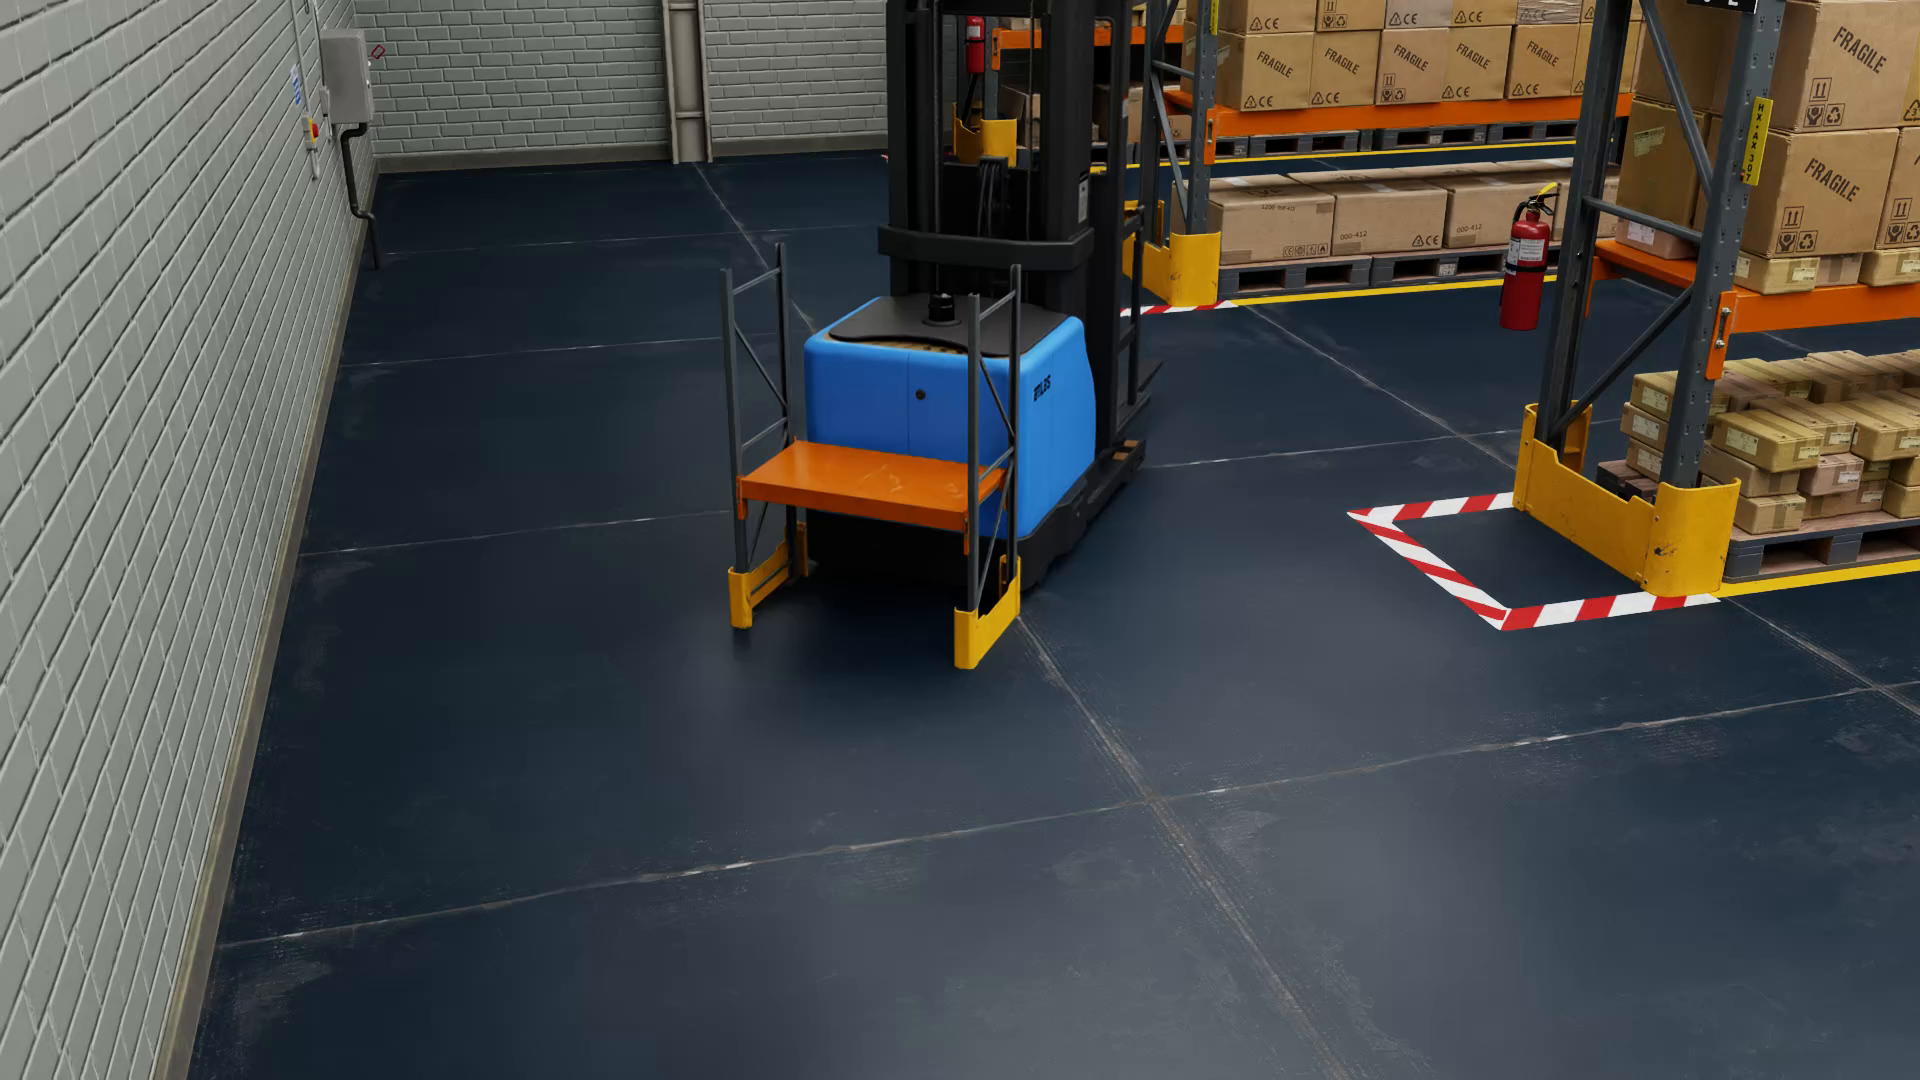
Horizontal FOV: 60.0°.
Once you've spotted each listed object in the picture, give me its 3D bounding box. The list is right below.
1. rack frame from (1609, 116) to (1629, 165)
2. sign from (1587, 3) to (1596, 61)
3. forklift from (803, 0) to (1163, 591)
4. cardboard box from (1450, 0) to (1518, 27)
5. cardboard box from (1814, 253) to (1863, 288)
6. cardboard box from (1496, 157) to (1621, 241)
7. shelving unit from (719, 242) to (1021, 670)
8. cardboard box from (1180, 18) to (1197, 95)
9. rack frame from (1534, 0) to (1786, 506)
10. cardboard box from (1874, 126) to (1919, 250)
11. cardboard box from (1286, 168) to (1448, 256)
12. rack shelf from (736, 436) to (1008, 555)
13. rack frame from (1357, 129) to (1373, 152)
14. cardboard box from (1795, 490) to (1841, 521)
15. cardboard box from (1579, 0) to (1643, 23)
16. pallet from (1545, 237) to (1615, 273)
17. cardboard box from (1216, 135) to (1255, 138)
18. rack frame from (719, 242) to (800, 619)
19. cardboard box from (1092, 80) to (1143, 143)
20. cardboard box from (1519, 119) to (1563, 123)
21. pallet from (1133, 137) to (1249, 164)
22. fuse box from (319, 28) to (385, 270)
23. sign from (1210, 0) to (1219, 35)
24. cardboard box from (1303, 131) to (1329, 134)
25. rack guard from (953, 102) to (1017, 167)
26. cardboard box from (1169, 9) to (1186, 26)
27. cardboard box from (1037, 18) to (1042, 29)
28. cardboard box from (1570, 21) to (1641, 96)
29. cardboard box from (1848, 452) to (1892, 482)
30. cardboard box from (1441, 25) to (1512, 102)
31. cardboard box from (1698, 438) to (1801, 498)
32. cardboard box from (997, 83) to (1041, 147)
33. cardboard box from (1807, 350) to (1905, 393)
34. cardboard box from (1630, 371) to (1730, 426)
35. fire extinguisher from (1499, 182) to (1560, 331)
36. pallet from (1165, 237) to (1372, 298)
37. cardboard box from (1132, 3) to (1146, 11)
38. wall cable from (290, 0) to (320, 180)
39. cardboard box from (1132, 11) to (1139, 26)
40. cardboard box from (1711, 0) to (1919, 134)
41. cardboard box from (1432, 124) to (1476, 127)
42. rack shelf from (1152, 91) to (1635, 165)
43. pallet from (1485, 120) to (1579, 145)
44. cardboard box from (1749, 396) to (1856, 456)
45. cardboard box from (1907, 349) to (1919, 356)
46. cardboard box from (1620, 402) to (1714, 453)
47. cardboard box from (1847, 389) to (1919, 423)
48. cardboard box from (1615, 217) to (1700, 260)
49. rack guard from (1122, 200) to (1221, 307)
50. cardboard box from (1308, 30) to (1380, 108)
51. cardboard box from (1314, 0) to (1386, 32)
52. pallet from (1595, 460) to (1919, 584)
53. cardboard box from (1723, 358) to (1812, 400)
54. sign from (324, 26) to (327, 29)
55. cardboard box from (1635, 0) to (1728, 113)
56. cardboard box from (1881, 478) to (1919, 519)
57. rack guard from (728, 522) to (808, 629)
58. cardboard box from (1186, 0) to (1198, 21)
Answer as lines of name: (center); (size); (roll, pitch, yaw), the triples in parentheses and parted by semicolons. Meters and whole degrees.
rack frame: (5.357, -3.649, 12.450); (0.127, 3.000, 1.000); (-6, 24, -14)
sign: (2.810, -2.244, 7.308); (0.005, 0.325, 0.100); (-6, 24, -14)
forklift: (0.318, -1.678, 7.943); (1.130, 2.935, 3.031); (8, 25, 19)
cardboard box: (3.514, -3.840, 11.501); (0.500, 0.500, 0.500); (-6, 24, -14)
cardboard box: (3.575, -1.192, 7.042); (0.250, 0.149, 0.380); (-5, 24, -12)
cardboard box: (4.724, -2.638, 12.811); (0.875, 0.438, 0.875); (-7, 24, -15)
shelving unit: (-0.349, -0.359, 6.683); (1.083, 1.500, 0.587); (9, 25, 20)
cardboard box: (1.899, -3.421, 11.791); (0.500, 0.500, 0.500); (-6, 24, -14)
rack frame: (2.940, -1.354, 7.102); (0.127, 3.000, 1.000); (-6, 24, -14)
cardboard box: (3.956, -1.547, 7.046); (0.500, 0.500, 0.500); (-6, 24, -14)
cardboard box: (2.993, -2.447, 12.366); (0.875, 0.438, 0.875); (-6, 24, -13)
rack shelf: (-0.341, -0.192, 6.751); (1.000, 0.185, 0.538); (9, 25, 20)
rack frame: (4.013, -5.533, 16.841); (0.127, 3.000, 1.000); (-6, 24, -14)
cardboard box: (3.761, -0.230, 7.566); (0.250, 0.149, 0.380); (-6, 24, -15)
cardboard box: (4.487, -3.948, 11.753); (0.500, 0.500, 0.500); (-7, 24, -15)
pallet: (4.604, -2.316, 12.880); (1.213, 0.211, 1.003); (-6, 24, -14)
cardboard box: (2.609, -4.367, 16.761); (0.500, 0.500, 0.700); (-7, 24, -16)
rack frame: (-0.814, -0.430, 6.850); (0.032, 1.500, 0.500); (9, 25, 20)
cardboard box: (1.610, -4.257, 16.504); (0.500, 0.500, 0.700); (-5, 24, -12)
cardboard box: (6.032, -4.708, 17.556); (0.500, 0.500, 0.500); (-7, 24, -16)
pallet: (2.174, -4.047, 16.915); (1.213, 0.211, 1.003); (-6, 24, -14)
fuse box: (-4.344, -2.834, 12.185); (0.414, 1.711, 0.539); (-6, 24, -14)
sign: (1.650, -3.446, 10.778); (0.005, 0.325, 0.100); (-6, 24, -14)
cardboard box: (3.556, -4.245, 16.922); (0.250, 0.149, 0.380); (-7, 24, -16)
rack guard: (0.235, -3.966, 16.360); (0.348, 0.500, 1.175); (-6, 24, -14)
cardboard box: (2.054, -5.076, 16.095); (0.250, 0.149, 0.380); (-6, 24, -13)
cardboard box: (0.784, -4.967, 15.840); (0.250, 0.149, 0.380); (-6, 24, -13)
cardboard box: (4.486, -3.491, 11.956); (0.500, 0.500, 0.500); (-7, 24, -16)
cardboard box: (4.005, -0.400, 7.583); (0.250, 0.149, 0.380); (-6, 24, -14)
cardboard box: (3.497, -3.382, 11.702); (0.500, 0.500, 0.500); (-6, 24, -13)
cardboard box: (3.514, -0.332, 7.426); (0.250, 0.149, 0.380); (-5, 24, -12)
cardboard box: (0.776, -4.182, 16.325); (0.637, 0.503, 0.797); (-7, 24, -16)
cardboard box: (4.364, -0.797, 8.132); (0.250, 0.149, 0.380); (-5, 24, -12)
cardboard box: (3.382, -0.663, 7.820); (0.250, 0.149, 0.380); (-6, 24, -14)
fire extinguisher: (2.573, -1.296, 7.537); (0.183, 0.674, 0.296); (-6, 24, -14)
pallet: (2.255, -2.056, 12.274); (1.213, 0.211, 1.003); (-6, 24, -14)
cardboard box: (1.644, -5.230, 15.947); (0.500, 0.250, 0.500); (-7, 24, -15)
wall cable: (-3.917, -3.095, 9.830); (0.123, 1.953, 0.585); (-6, 24, -14)
cardboard box: (1.542, -5.042, 16.016); (0.250, 0.149, 0.380); (-6, 24, -14)
cardboard box: (3.444, -1.943, 6.703); (0.500, 0.500, 0.500); (-6, 24, -15)
cardboard box: (5.049, -4.604, 17.313); (0.500, 0.500, 0.500); (-7, 24, -15)
rack shelf: (3.432, -3.105, 12.095); (4.000, 0.370, 1.077); (-6, 24, -14)
pallet: (5.963, -4.484, 17.932); (1.213, 0.211, 1.003); (-6, 24, -14)
cardboard box: (3.769, -0.512, 7.468); (0.250, 0.149, 0.380); (-6, 24, -13)
cardboard box: (4.892, -0.822, 8.190); (0.250, 0.149, 0.380); (-6, 24, -14)
cardboard box: (3.371, -0.538, 7.906); (0.250, 0.149, 0.380); (-7, 24, -16)
cardboard box: (4.263, -0.548, 7.552); (0.250, 0.149, 0.380); (-8, 24, -17)
cardboard box: (3.178, -1.381, 7.483); (0.250, 0.149, 0.380); (-6, 24, -14)
rack guard: (1.483, -2.072, 11.944); (0.348, 0.500, 1.175); (-6, 24, -14)
cardboard box: (2.525, -3.275, 11.453); (0.500, 0.500, 0.500); (-7, 24, -15)
cardboard box: (2.541, -3.729, 11.242); (0.500, 0.500, 0.500); (-7, 24, -16)
pallet: (3.805, -0.154, 7.841); (1.213, 0.211, 1.003); (-6, 24, -14)
cardboard box: (3.854, -0.744, 8.008); (0.250, 0.149, 0.380); (-7, 24, -16)
sign: (-4.677, -3.548, 12.336); (0.001, 0.494, 0.329); (-6, 24, -14)
cardboard box: (3.314, -2.140, 7.160); (0.500, 0.500, 0.500); (-7, 24, -15)
cardboard box: (4.274, -0.245, 7.600); (0.250, 0.149, 0.380); (-6, 24, -14)
rack guard: (-0.813, 0.144, 7.097); (0.087, 0.250, 0.587); (9, 25, 20)
cardboard box: (1.906, -3.870, 11.570); (0.500, 0.500, 0.500); (-6, 24, -13)
